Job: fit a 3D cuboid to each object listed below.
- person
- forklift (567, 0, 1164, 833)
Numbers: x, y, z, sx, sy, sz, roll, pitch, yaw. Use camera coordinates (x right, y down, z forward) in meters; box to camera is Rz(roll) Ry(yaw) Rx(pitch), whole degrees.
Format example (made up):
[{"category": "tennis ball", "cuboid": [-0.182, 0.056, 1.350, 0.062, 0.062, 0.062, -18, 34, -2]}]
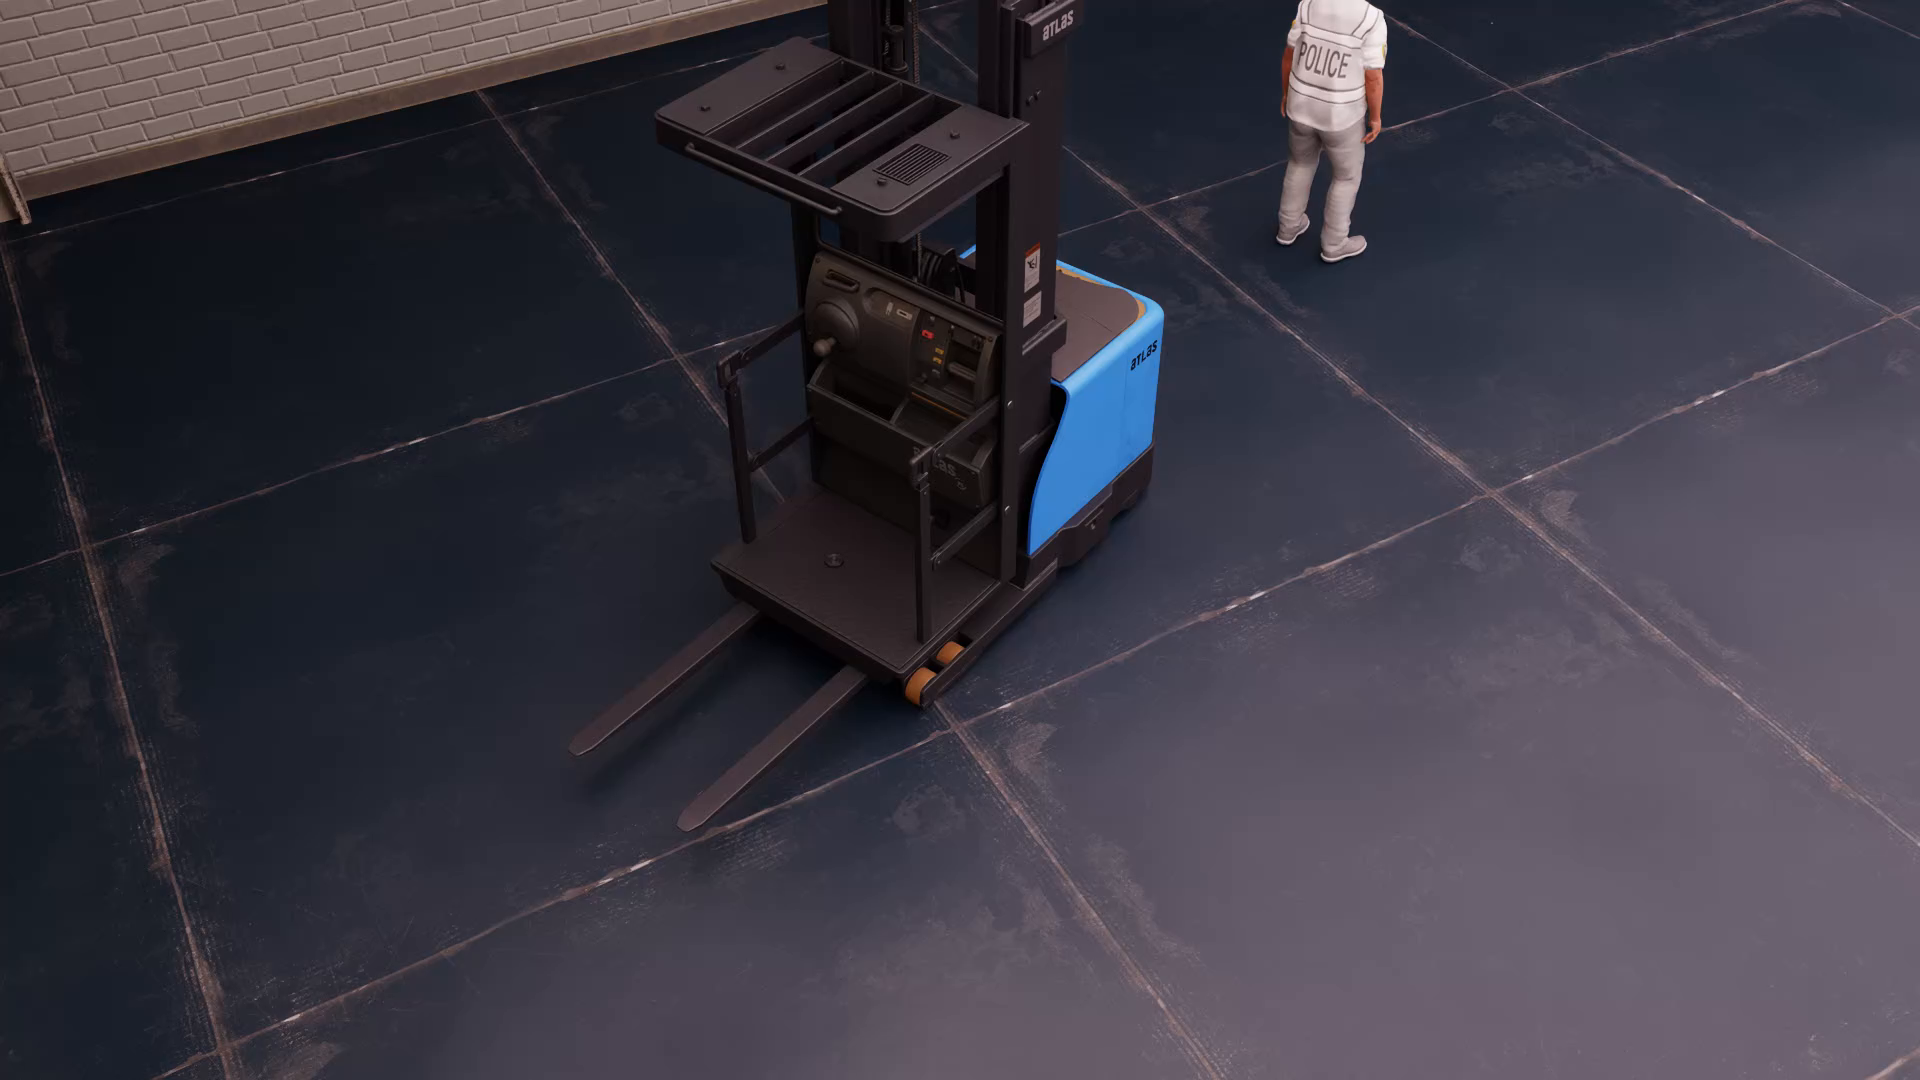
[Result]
[{"category": "person", "cuboid": [2.026, -2.367, 9.119, 0.606, 1.747, 0.442, 27, 49, 26]}, {"category": "forklift", "cuboid": [-0.375, -0.749, 6.505, 1.130, 2.935, 3.031, 28, 50, 27]}]
